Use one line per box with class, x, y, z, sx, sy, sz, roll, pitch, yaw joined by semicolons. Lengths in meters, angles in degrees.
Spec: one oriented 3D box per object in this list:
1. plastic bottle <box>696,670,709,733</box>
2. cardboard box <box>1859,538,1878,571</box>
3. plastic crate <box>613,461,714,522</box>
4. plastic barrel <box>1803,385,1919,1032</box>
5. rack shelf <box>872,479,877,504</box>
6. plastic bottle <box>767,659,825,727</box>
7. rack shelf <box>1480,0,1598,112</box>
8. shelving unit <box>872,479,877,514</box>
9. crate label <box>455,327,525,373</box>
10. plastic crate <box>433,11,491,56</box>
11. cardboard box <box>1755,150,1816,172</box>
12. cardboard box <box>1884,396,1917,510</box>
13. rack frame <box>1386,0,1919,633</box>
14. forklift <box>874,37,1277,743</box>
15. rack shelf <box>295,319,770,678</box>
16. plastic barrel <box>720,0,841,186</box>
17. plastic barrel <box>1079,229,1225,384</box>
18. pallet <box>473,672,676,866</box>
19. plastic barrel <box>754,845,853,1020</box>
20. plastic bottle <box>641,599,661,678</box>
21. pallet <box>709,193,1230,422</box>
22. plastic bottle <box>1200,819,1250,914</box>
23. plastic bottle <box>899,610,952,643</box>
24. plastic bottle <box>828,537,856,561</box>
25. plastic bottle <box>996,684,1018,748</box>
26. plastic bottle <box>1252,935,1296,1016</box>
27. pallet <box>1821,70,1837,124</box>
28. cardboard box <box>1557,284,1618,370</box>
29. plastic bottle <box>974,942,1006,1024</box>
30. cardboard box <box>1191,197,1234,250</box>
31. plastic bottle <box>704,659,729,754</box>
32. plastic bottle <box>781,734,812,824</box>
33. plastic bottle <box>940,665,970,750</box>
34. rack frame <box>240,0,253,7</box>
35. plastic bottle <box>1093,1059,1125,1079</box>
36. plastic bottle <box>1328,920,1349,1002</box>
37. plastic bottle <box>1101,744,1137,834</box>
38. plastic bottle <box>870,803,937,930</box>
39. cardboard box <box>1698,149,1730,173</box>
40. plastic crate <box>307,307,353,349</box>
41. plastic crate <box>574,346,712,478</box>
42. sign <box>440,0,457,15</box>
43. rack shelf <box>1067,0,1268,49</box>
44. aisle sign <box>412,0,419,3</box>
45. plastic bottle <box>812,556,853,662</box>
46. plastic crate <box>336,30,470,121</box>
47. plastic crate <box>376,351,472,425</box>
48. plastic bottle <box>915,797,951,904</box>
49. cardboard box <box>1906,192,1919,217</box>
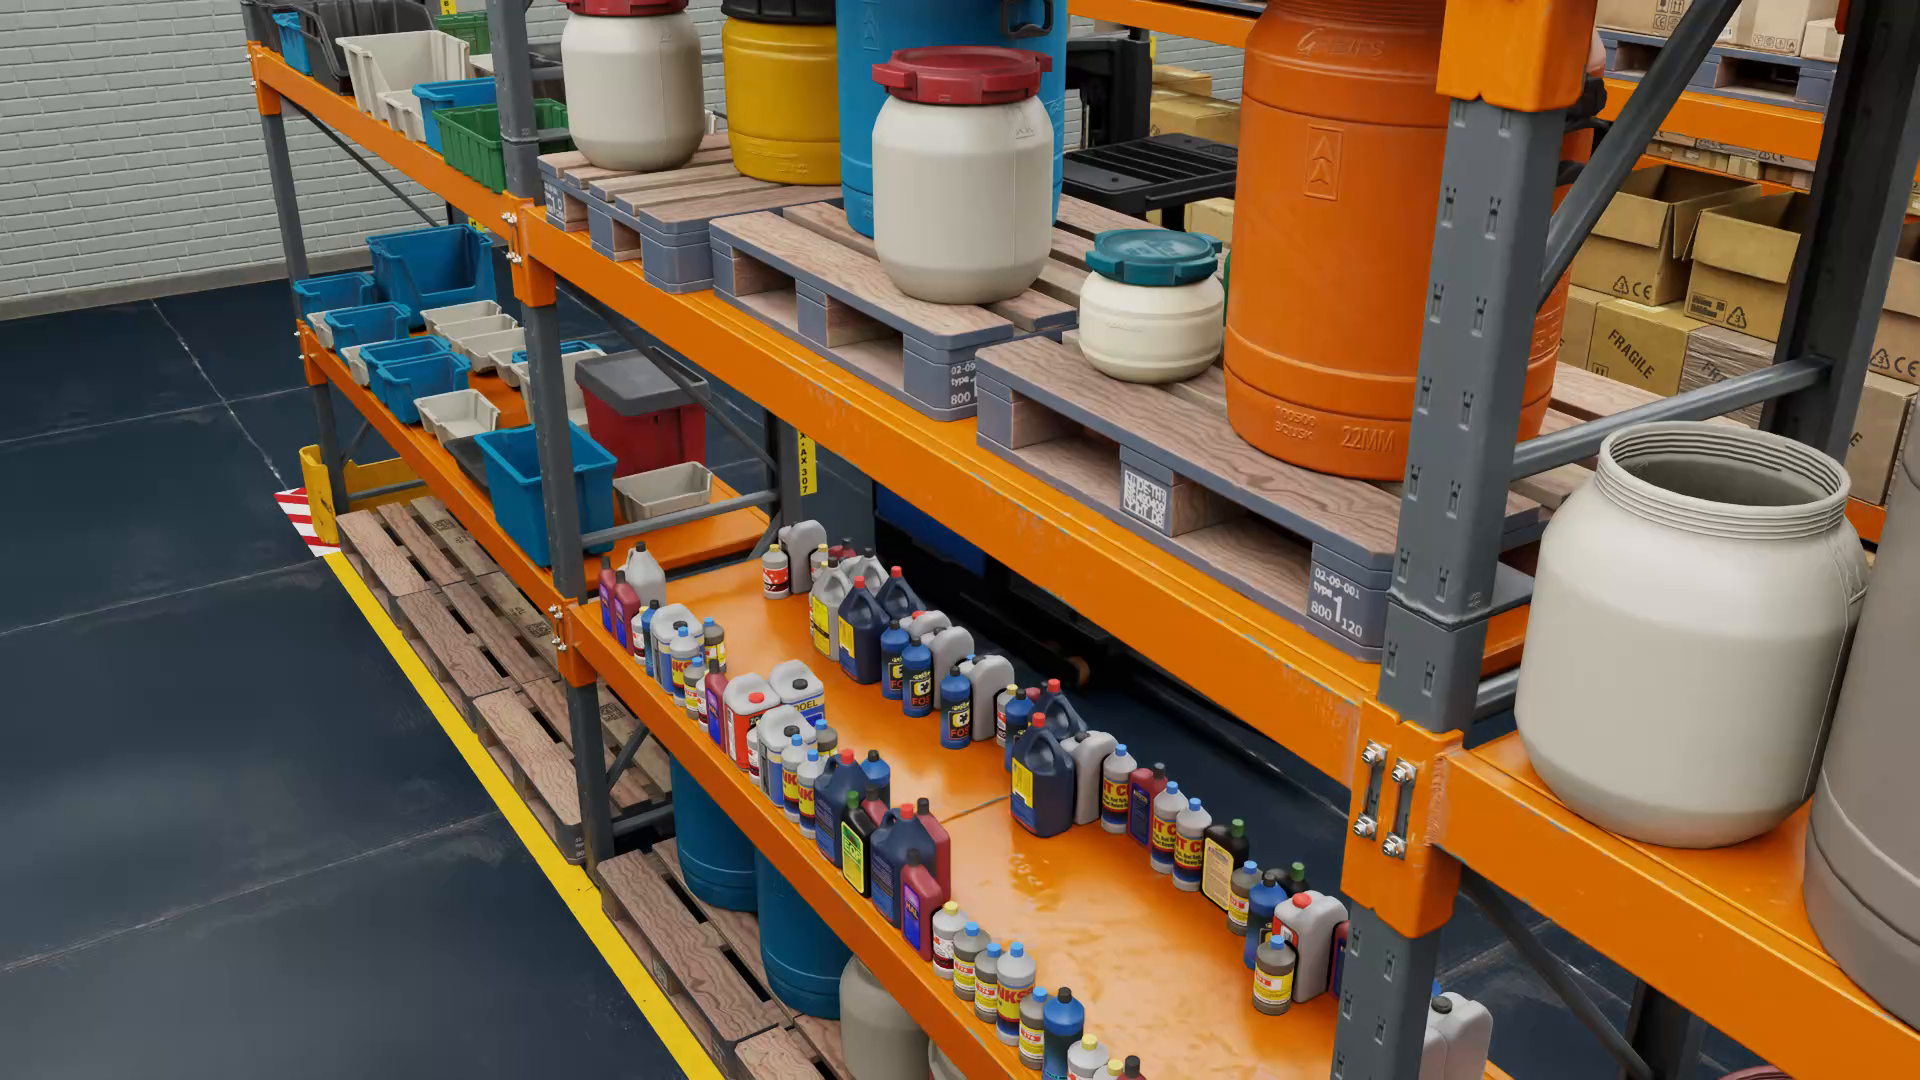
plastic bottle;-0.802;0.515;5.378;0.097;0.201;0.097;0;25;0
cardboard box;4.412;0.397;7.391;1.225;0.875;0.875;-15;29;-29
plastic crate;-1.217;-0.185;6.867;0.396;0.136;0.243;-16;29;-30
plastic barrel;1.368;0.114;1.893;0.600;0.901;0.600;0;25;0
rack shelf;-0.218;-0.427;9.866;0.431;0.518;0.480;-18;30;-33
plastic bottle;-0.516;0.529;5.262;0.152;0.276;0.135;-16;29;-30
rack shelf;2.193;-0.138;0.813;1.077;0.370;4.000;-16;29;-30
shelving unit;-0.218;-1.072;9.561;0.431;2.100;0.503;-18;30;-33
crate label;-2.350;-0.966;8.521;0.396;0.136;0.243;-16;29;-30
plastic crate;-2.488;-2.483;8.230;0.450;0.188;0.336;-16;29;-30
cardboard box;6.225;-3.003;12.131;0.500;0.500;0.500;-16;29;-30
cardboard box;4.221;-0.330;6.818;0.500;0.500;0.500;-17;30;-31
rack frame;1.101;-1.360;2.089;1.000;3.000;0.127;-16;29;-30
forklift;0.799;-0.827;8.069;1.130;2.935;3.031;-18;30;-33
rack shelf;-2.174;-0.468;8.070;1.077;0.370;4.000;-16;29;-30
plastic barrel;-0.414;-1.430;5.039;0.600;0.588;0.600;0;25;0
plastic barrel;0.393;-0.480;3.410;0.301;0.262;0.301;0;25;0
pallet;-1.516;0.929;7.534;1.003;0.211;1.213;-16;29;-30
plastic barrel;-0.413;1.133;5.802;0.600;0.901;0.708;-16;29;-30
plastic bottle;-1.035;0.331;5.687;0.097;0.271;0.097;0;25;0
pallet;0.049;-0.686;4.397;1.003;0.211;1.213;-16;29;-30
plastic bottle;0.722;0.869;4.532;0.061;0.283;0.133;-16;29;-30
plastic bottle;-0.122;0.355;5.629;0.152;0.276;0.135;-16;29;-30
plastic bottle;-0.432;0.113;6.134;0.061;0.283;0.133;-16;29;-30
plastic bottle;0.165;0.555;5.293;0.097;0.201;0.097;0;25;0
plastic bottle;0.789;1.083;4.175;0.097;0.201;0.097;0;25;0
pallet;4.242;-1.689;6.523;1.003;0.211;1.213;-14;29;-27
cardboard box;3.109;-1.054;8.353;0.500;0.500;0.500;-15;29;-29
plastic bottle;0.084;1.095;4.148;0.097;0.201;0.097;0;25;0
cardboard box;1.770;-1.944;10.182;0.500;0.250;0.500;-16;30;-31
plastic bottle;-0.755;0.523;5.264;0.061;0.283;0.133;-16;29;-30
plastic bottle;-0.476;0.697;4.911;0.097;0.271;0.097;0;25;0
plastic bottle;-0.016;0.524;5.277;0.097;0.271;0.097;0;25;0
rack frame;-3.266;-4.221;8.151;1.000;3.000;0.127;-16;29;-30
plastic bottle;0.349;1.270;3.780;0.097;0.201;0.097;0;25;0
plastic bottle;0.995;1.048;4.154;0.061;0.283;0.133;-16;29;-30
plastic bottle;0.465;0.720;4.861;0.097;0.271;0.097;0;25;0
plastic bottle;-0.153;0.855;4.484;0.144;0.351;0.185;-16;29;-30
cardboard box;5.891;-2.930;12.738;0.380;0.149;0.250;-14;29;-28
plastic crate;-3.301;-1.117;8.841;0.250;0.136;0.298;-16;29;-30
plastic crate;-1.360;-0.512;7.175;0.402;0.464;0.583;-16;29;-30
sign;-2.814;-2.951;9.097;0.100;0.325;0.005;-16;29;-30
rack shelf;1.976;-2.978;9.874;1.077;0.370;4.000;-16;29;-30
aisle sign;-3.060;-2.778;9.076;0.394;0.787;0.004;-16;29;-30
plastic bottle;-0.427;0.231;5.805;0.144;0.351;0.185;-16;29;-30
plastic crate;-2.315;-1.947;6.985;0.437;0.282;0.530;-16;29;-30
plastic crate;-2.524;-0.716;7.880;0.416;0.233;0.300;-16;29;-30
plastic bottle;-0.081;0.852;4.568;0.061;0.283;0.133;-16;29;-30
cardboard box;6.694;-2.352;11.514;0.380;0.149;0.250;-16;30;-31
